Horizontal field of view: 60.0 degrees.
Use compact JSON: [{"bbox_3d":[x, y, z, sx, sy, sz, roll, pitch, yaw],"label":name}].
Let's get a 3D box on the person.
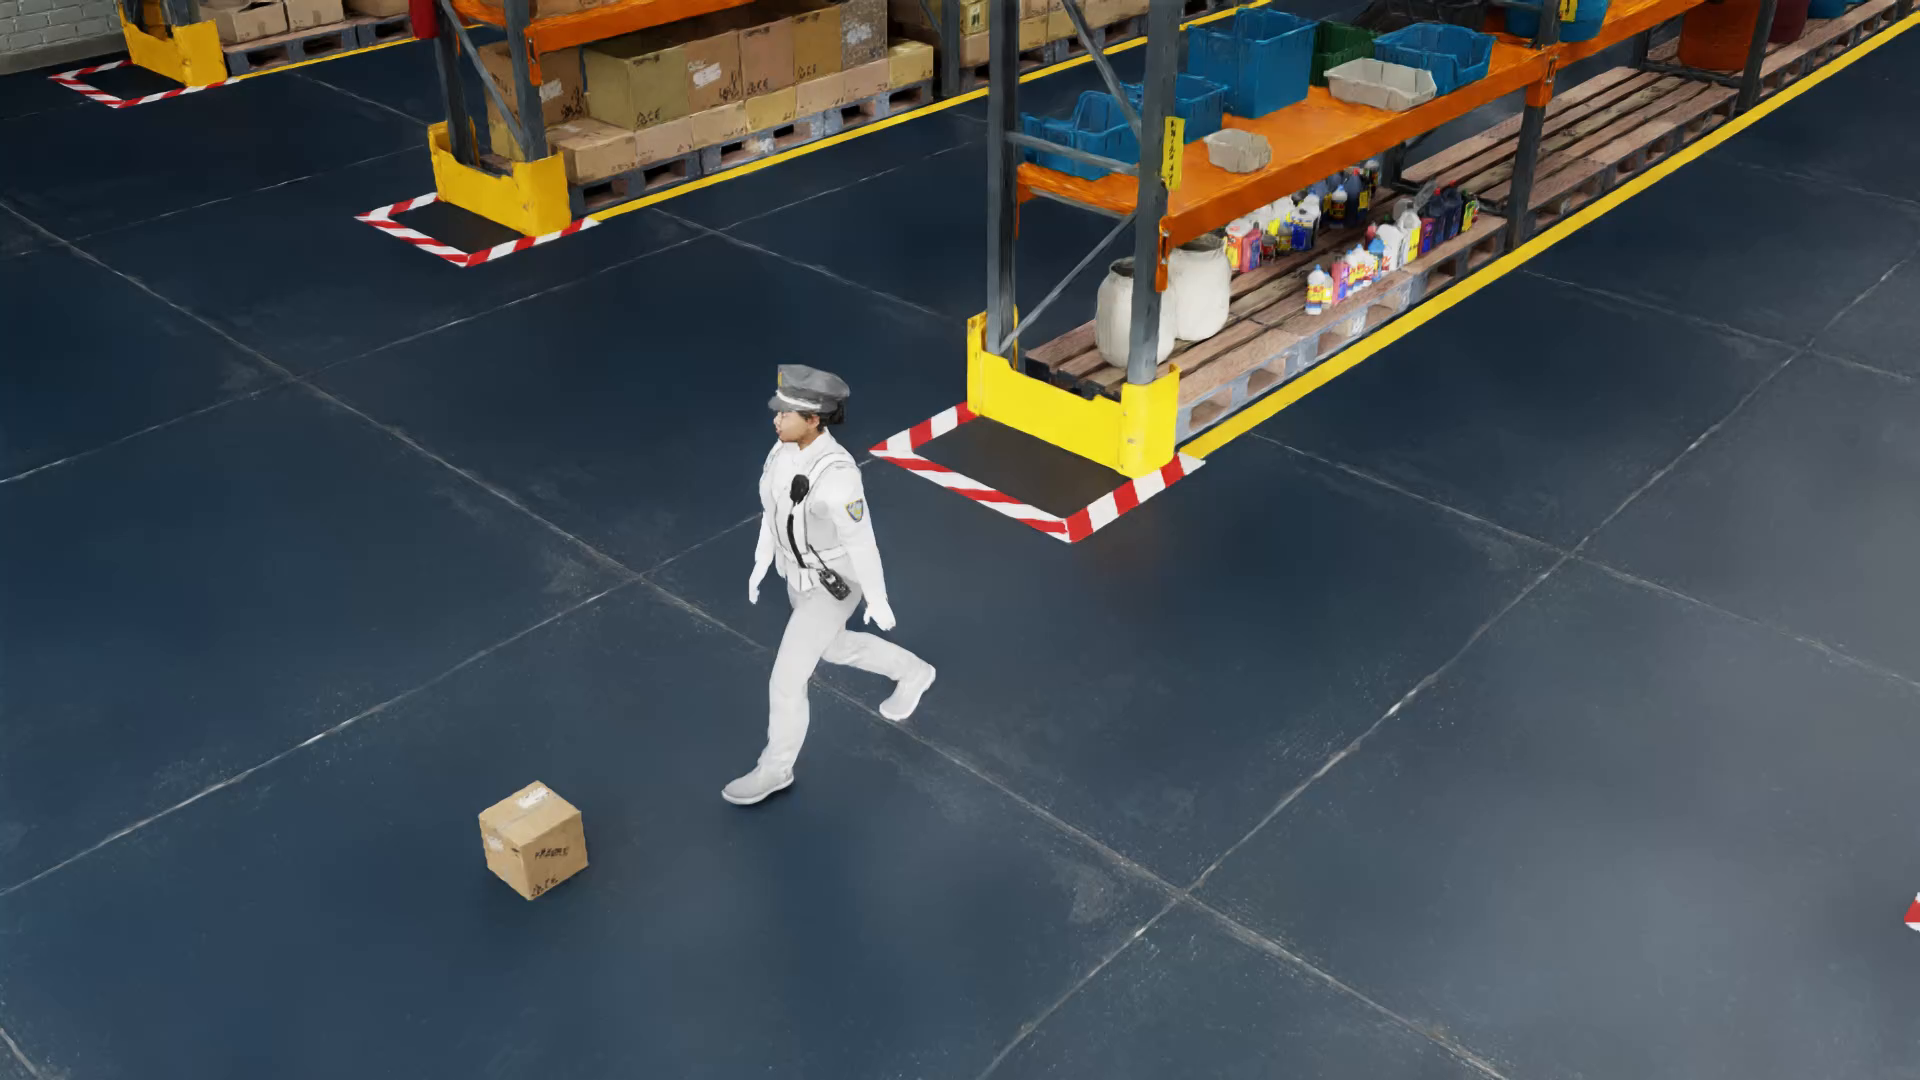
[{"bbox_3d":[-0.485,0.113,5.925,0.958,1.637,0.501,-16,35,-24],"label":"person"}]
